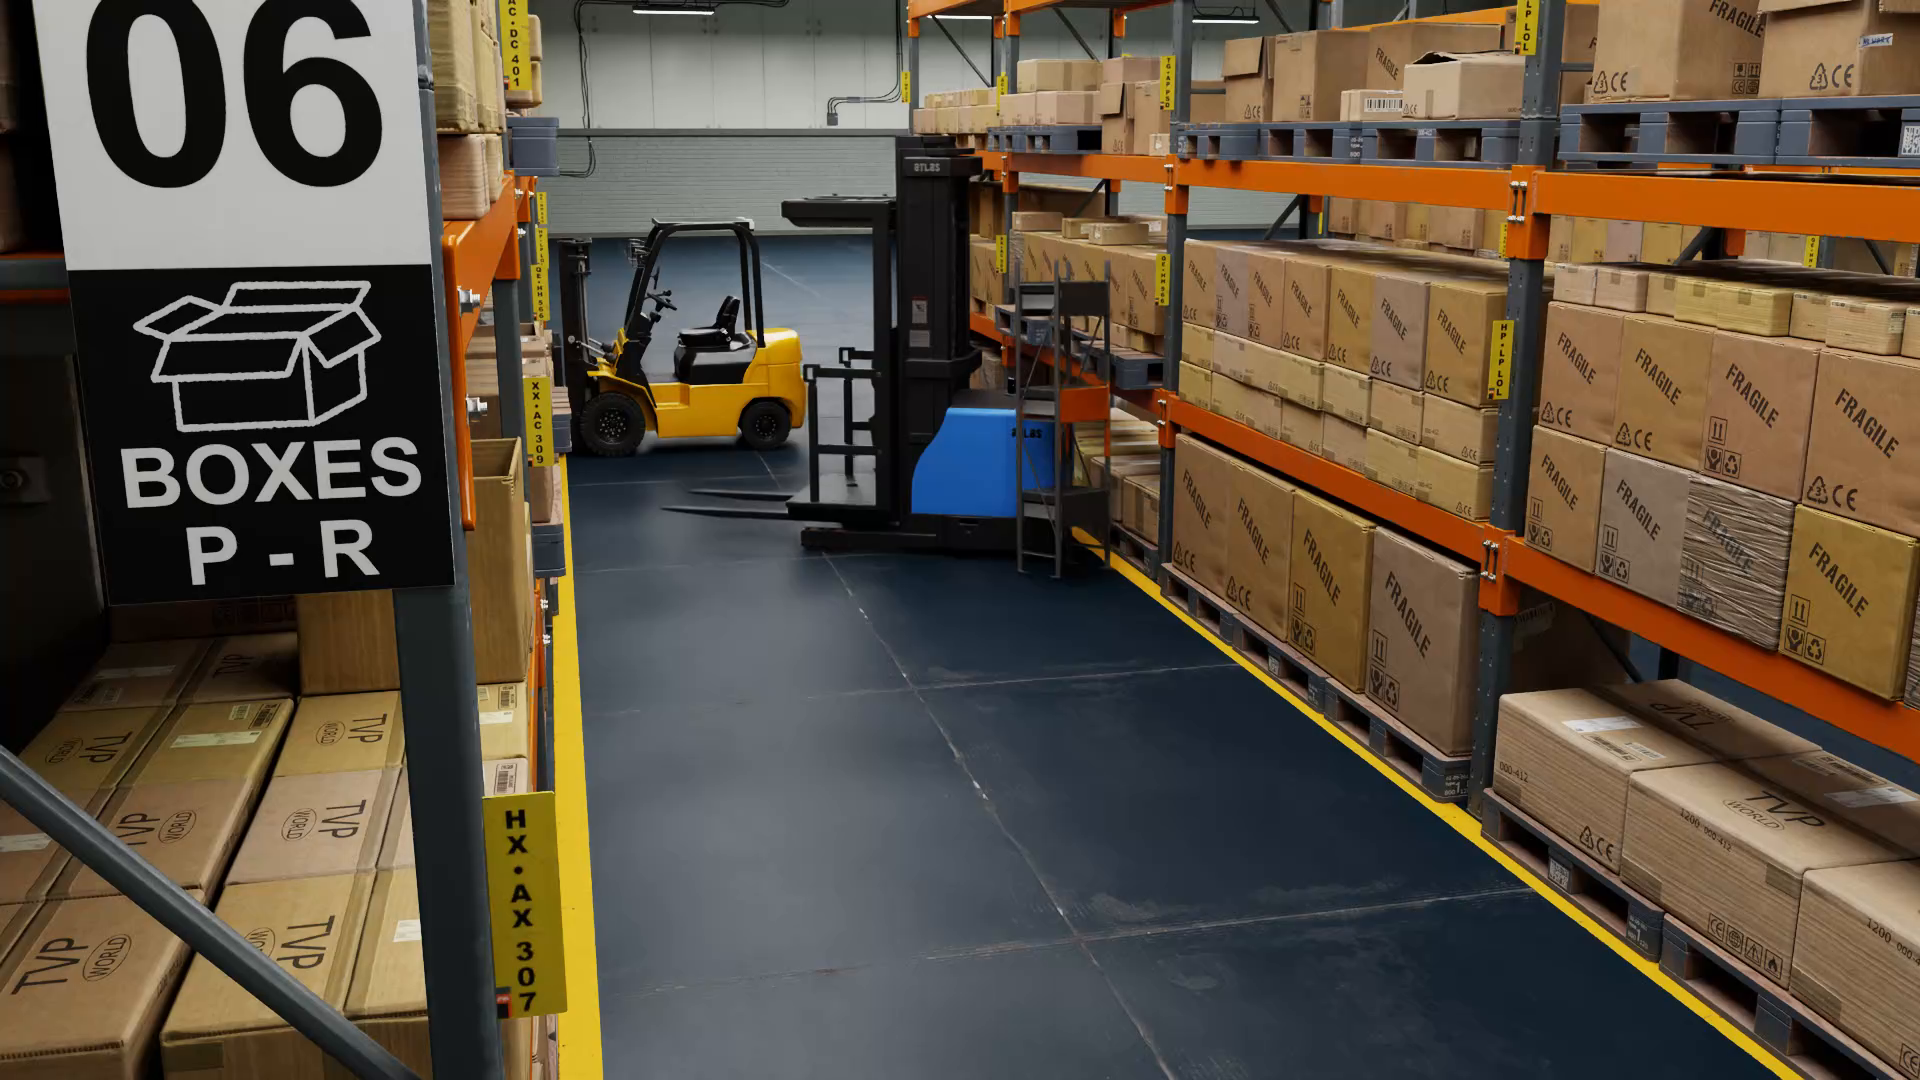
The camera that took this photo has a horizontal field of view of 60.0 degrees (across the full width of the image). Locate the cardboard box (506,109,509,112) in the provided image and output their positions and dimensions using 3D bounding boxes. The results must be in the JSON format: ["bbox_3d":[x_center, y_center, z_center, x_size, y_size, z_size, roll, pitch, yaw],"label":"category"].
[{"bbox_3d":[-2.680,-2.408,9.117,0.380,0.149,0.250,-3,14,-12],"label":"cardboard box"}]

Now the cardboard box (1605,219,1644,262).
[{"bbox_3d":[6.039,-2.582,14.360,0.700,0.500,0.500,-3,14,-13],"label":"cardboard box"}]

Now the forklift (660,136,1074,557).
[{"bbox_3d":[-0.698,-1.454,12.204,3.031,2.935,1.130,3,14,11],"label":"forklift"}]

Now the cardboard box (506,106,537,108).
[{"bbox_3d":[-2.034,-1.949,7.196,0.380,0.149,0.250,-3,14,-12],"label":"cardboard box"}]

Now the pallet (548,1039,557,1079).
[{"bbox_3d":[-1.607,1.820,4.534,1.003,0.211,1.213,-3,14,-13],"label":"pallet"}]

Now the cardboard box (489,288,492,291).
[{"bbox_3d":[-3.097,-1.587,11.025,0.380,0.149,0.250,-3,14,-13],"label":"cardboard box"}]

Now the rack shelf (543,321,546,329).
[{"bbox_3d":[-4.406,-1.933,15.533,1.077,0.370,4.000,-3,14,-13],"label":"rack shelf"}]

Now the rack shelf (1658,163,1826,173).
[{"bbox_3d":[6.145,-3.044,13.761,1.077,0.370,4.000,-3,14,-13],"label":"rack shelf"}]

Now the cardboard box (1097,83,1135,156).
[{"bbox_3d":[1.441,-3.033,11.984,0.797,0.503,0.637,-3,14,-13],"label":"cardboard box"}]

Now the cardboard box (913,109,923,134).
[{"bbox_3d":[-0.193,-4.419,17.563,0.500,0.250,0.500,-4,14,-14],"label":"cardboard box"}]

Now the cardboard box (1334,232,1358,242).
[{"bbox_3d":[4.867,-3.310,19.339,0.875,0.550,0.550,-3,14,-13],"label":"cardboard box"}]

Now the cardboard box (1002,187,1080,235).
[{"bbox_3d":[0.805,-3.127,15.962,0.700,0.500,0.500,-4,14,-14],"label":"cardboard box"}]

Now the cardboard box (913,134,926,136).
[{"bbox_3d":[-0.290,-4.262,17.759,0.380,0.149,0.250,-3,14,-13],"label":"cardboard box"}]

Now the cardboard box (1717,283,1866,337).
[{"bbox_3d":[2.798,-0.776,5.600,0.380,0.149,0.250,-4,14,-15],"label":"cardboard box"}]

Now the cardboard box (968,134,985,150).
[{"bbox_3d":[0.289,-3.727,15.573,0.380,0.149,0.250,-3,14,-12],"label":"cardboard box"}]

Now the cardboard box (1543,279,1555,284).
[{"bbox_3d":[2.942,-0.905,7.492,0.500,0.500,0.500,-3,14,-13],"label":"cardboard box"}]

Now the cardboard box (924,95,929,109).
[{"bbox_3d":[-0.167,-4.650,17.670,0.380,0.149,0.250,-3,14,-14],"label":"cardboard box"}]

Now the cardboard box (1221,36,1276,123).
[{"bbox_3d":[2.062,-2.808,10.179,0.797,0.503,0.637,-4,14,-17],"label":"cardboard box"}]

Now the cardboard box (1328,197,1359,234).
[{"bbox_3d":[4.785,-3.830,19.192,0.875,0.550,0.550,-3,14,-13],"label":"cardboard box"}]

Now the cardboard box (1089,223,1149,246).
[{"bbox_3d":[1.168,-2.249,12.225,0.380,0.149,0.250,-4,14,-16],"label":"cardboard box"}]

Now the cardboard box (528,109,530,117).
[{"bbox_3d":[-3.895,-3.693,13.994,0.500,0.311,0.500,-3,14,-12],"label":"cardboard box"}]

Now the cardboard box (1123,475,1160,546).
[{"bbox_3d":[1.704,-0.234,11.716,0.950,0.372,0.625,-4,14,-17],"label":"cardboard box"}]

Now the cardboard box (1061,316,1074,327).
[{"bbox_3d":[0.989,-1.733,12.844,0.380,0.149,0.250,-3,14,-11],"label":"cardboard box"}]

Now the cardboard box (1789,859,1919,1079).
[{"bbox_3d":[3.230,1.353,5.081,0.875,0.438,0.875,-3,14,-12],"label":"cardboard box"}]

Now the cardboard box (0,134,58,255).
[{"bbox_3d":[-1.418,-0.449,2.152,0.380,0.149,0.250,-3,14,-12],"label":"cardboard box"}]

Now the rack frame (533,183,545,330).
[{"bbox_3d":[-4.876,-2.744,17.337,1.000,3.000,0.127,-3,14,-13],"label":"rack frame"}]

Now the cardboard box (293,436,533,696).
[{"bbox_3d":[-1.316,0.046,4.028,0.500,0.500,0.500,-3,14,-12],"label":"cardboard box"}]

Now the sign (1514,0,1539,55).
[{"bbox_3d":[2.241,-2.081,6.554,0.100,0.325,0.005,-3,14,-13],"label":"sign"}]

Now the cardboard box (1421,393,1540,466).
[{"bbox_3d":[2.426,-0.511,7.461,0.500,0.250,0.500,-3,14,-13],"label":"cardboard box"}]

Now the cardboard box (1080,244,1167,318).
[{"bbox_3d":[1.198,-1.897,12.149,0.500,0.500,0.500,-4,14,-17],"label":"cardboard box"}]

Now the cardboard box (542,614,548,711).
[{"bbox_3d":[-2.316,0.553,8.224,0.500,0.500,0.500,-4,14,-15],"label":"cardboard box"}]

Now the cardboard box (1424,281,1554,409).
[{"bbox_3d":[2.417,-0.876,7.376,0.500,0.500,0.500,-3,14,-11],"label":"cardboard box"}]

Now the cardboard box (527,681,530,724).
[{"bbox_3d":[-1.448,0.443,4.822,0.380,0.149,0.250,-3,14,-14],"label":"cardboard box"}]

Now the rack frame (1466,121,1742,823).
[{"bbox_3d":[2.766,-0.253,7.141,1.000,3.000,0.127,-3,14,-13],"label":"rack frame"}]

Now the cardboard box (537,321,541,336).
[{"bbox_3d":[-3.086,-1.421,11.187,0.500,0.250,0.500,-4,14,-15],"label":"cardboard box"}]

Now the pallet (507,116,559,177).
[{"bbox_3d":[-2.143,-1.495,6.304,1.213,0.211,1.003,-3,14,-13],"label":"pallet"}]

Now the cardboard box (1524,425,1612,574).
[{"bbox_3d":[2.622,-0.179,6.627,0.500,0.500,0.500,-3,14,-11],"label":"cardboard box"}]

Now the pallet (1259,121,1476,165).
[{"bbox_3d":[2.295,-2.138,8.934,1.003,0.211,1.213,-3,14,-11],"label":"pallet"}]

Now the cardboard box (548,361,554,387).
[{"bbox_3d":[-3.855,-1.422,14.731,0.500,0.250,0.500,-3,14,-13],"label":"cardboard box"}]

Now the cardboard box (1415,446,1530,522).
[{"bbox_3d":[2.416,-0.269,7.525,0.500,0.250,0.500,-4,14,-15],"label":"cardboard box"}]

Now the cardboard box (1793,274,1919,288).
[{"bbox_3d":[3.230,-0.867,5.969,0.380,0.149,0.250,-3,14,-14],"label":"cardboard box"}]

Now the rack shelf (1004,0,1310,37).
[{"bbox_3d":[1.357,-4.007,12.228,1.077,0.370,4.000,-3,14,-13],"label":"rack shelf"}]

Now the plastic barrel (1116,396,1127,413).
[{"bbox_3d":[1.905,-1.377,17.173,0.512,0.421,0.421,7,15,26],"label":"plastic barrel"}]

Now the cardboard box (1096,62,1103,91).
[{"bbox_3d":[1.147,-3.803,13.730,0.500,0.250,0.500,-3,14,-12],"label":"cardboard box"}]

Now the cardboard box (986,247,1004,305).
[{"bbox_3d":[0.541,-2.380,15.011,0.500,0.500,0.500,-4,14,-15],"label":"cardboard box"}]

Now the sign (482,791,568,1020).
[{"bbox_3d":[-0.591,0.497,2.250,0.100,0.325,0.005,-3,14,-13],"label":"sign"}]

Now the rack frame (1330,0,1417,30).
[{"bbox_3d":[4.736,-6.235,18.985,1.000,3.000,0.127,-3,14,-13],"label":"rack frame"}]

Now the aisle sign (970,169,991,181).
[{"bbox_3d":[0.215,-4.314,18.289,0.394,0.787,0.004,-3,14,-13],"label":"aisle sign"}]

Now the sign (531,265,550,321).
[{"bbox_3d":[-2.472,-1.454,9.787,0.100,0.325,0.005,-3,14,-13],"label":"sign"}]

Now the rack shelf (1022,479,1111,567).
[{"bbox_3d":[0.710,-0.121,11.386,0.480,0.518,0.431,-9,12,-42],"label":"rack shelf"}]

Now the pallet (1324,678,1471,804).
[{"bbox_3d":[2.512,0.928,8.184,1.003,0.211,1.213,-3,14,-13],"label":"pallet"}]

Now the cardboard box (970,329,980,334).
[{"bbox_3d":[0.002,-1.926,17.320,0.500,0.500,0.500,-4,14,-15],"label":"cardboard box"}]

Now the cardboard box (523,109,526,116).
[{"bbox_3d":[-3.169,-3.072,11.054,0.500,0.500,0.500,-3,14,-12],"label":"cardboard box"}]

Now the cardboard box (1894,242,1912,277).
[{"bbox_3d":[10.391,-3.068,17.828,0.875,0.500,0.500,-3,14,-13],"label":"cardboard box"}]

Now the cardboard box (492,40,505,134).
[{"bbox_3d":[-1.569,-1.287,4.745,0.500,0.250,0.500,-4,14,-15],"label":"cardboard box"}]

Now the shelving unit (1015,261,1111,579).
[{"bbox_3d":[0.701,-0.827,11.279,0.503,2.100,0.431,-9,12,-42],"label":"shelving unit"}]

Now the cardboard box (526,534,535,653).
[{"bbox_3d":[-1.569,0.172,5.093,0.500,0.250,0.500,-3,14,-13],"label":"cardboard box"}]
